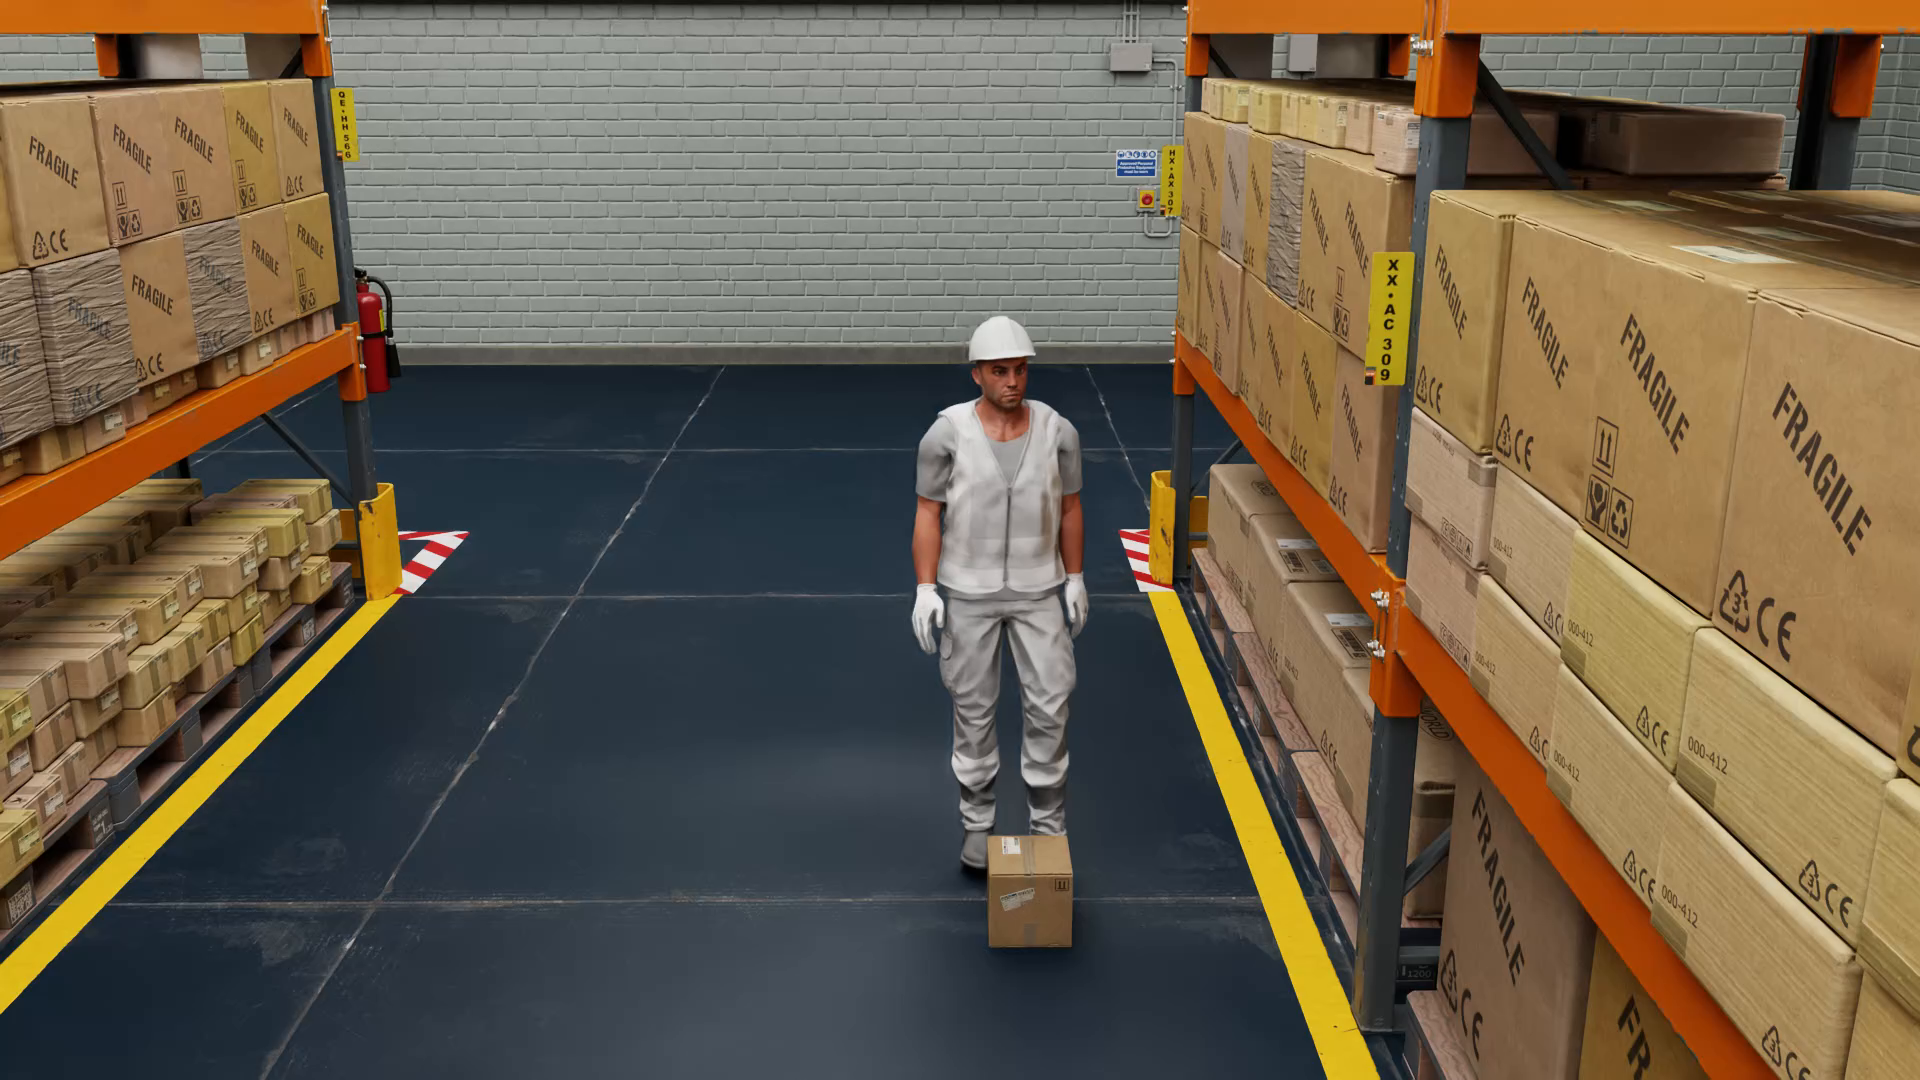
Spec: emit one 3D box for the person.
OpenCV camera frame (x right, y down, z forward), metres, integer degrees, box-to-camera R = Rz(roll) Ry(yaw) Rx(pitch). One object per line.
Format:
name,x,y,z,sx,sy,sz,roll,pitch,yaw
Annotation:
person,0.137,0.211,5.309,0.598,1.837,0.448,-2,17,-6
